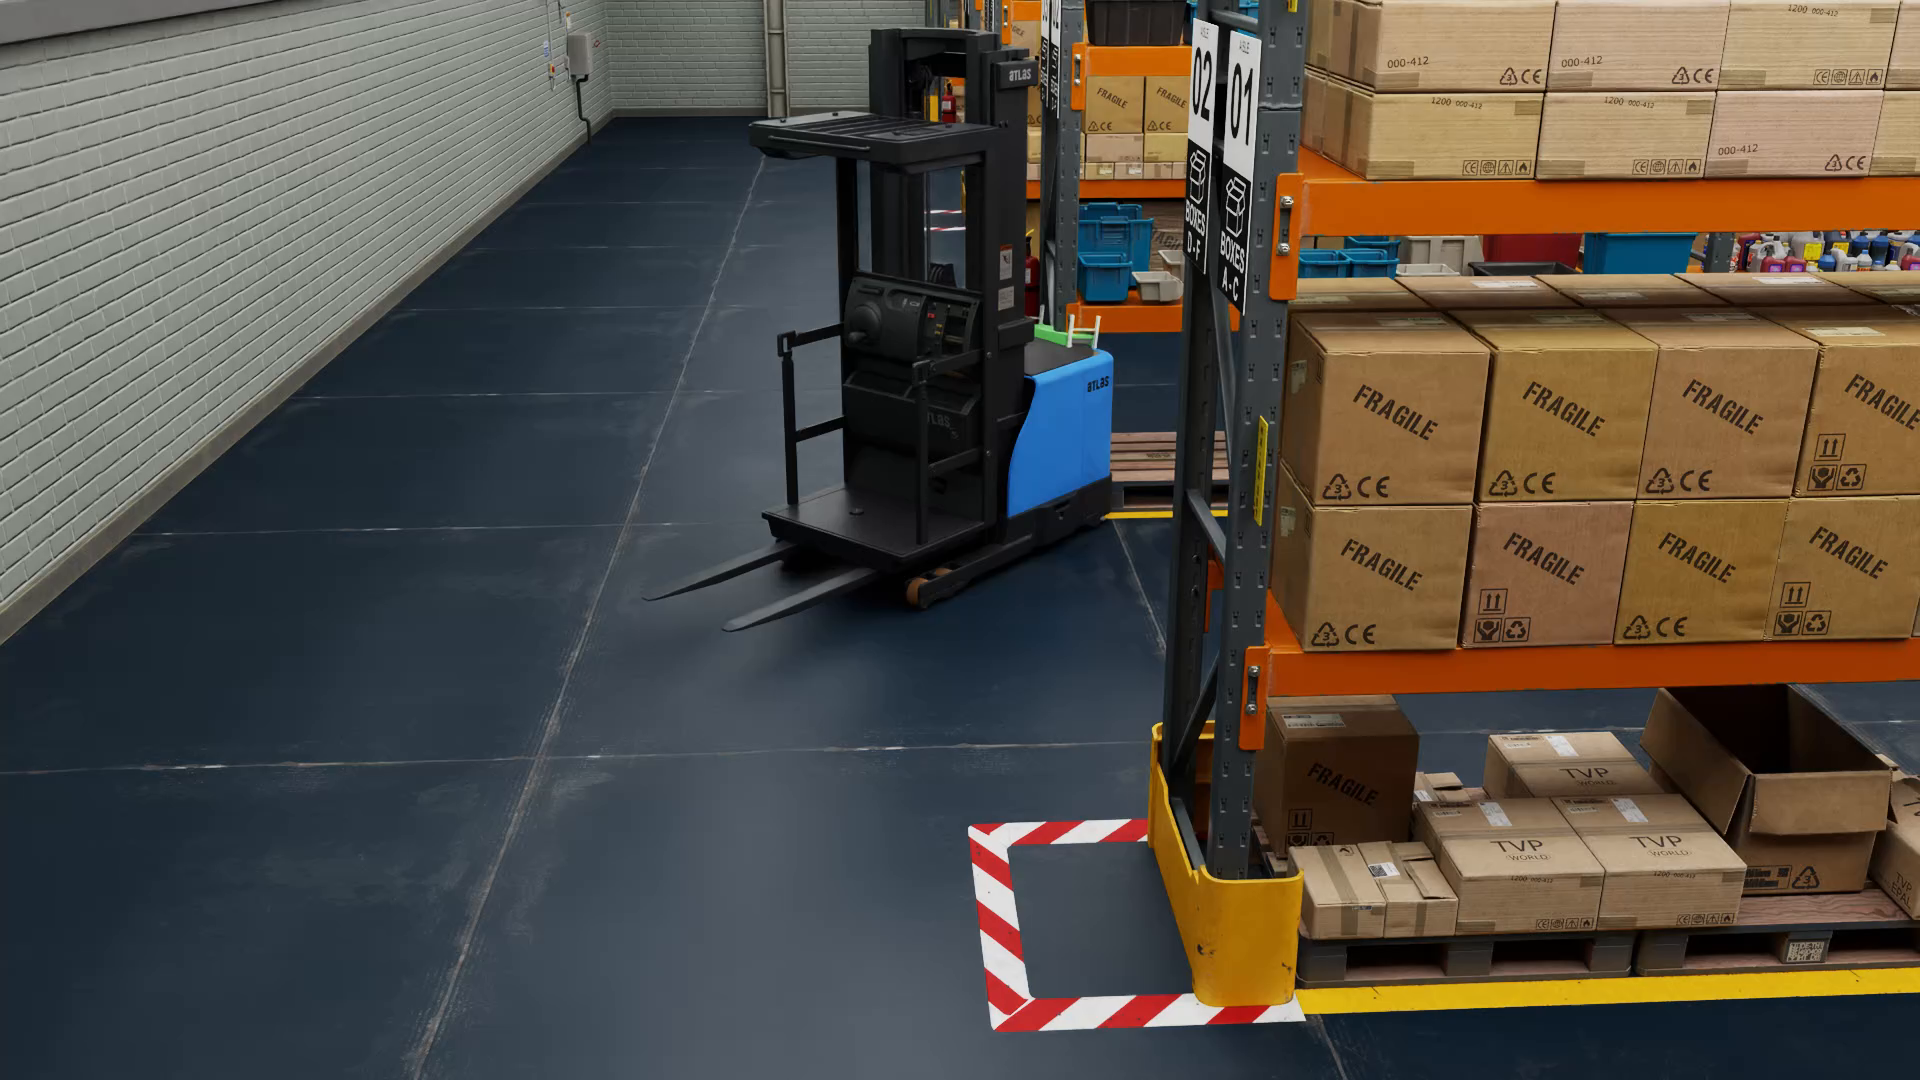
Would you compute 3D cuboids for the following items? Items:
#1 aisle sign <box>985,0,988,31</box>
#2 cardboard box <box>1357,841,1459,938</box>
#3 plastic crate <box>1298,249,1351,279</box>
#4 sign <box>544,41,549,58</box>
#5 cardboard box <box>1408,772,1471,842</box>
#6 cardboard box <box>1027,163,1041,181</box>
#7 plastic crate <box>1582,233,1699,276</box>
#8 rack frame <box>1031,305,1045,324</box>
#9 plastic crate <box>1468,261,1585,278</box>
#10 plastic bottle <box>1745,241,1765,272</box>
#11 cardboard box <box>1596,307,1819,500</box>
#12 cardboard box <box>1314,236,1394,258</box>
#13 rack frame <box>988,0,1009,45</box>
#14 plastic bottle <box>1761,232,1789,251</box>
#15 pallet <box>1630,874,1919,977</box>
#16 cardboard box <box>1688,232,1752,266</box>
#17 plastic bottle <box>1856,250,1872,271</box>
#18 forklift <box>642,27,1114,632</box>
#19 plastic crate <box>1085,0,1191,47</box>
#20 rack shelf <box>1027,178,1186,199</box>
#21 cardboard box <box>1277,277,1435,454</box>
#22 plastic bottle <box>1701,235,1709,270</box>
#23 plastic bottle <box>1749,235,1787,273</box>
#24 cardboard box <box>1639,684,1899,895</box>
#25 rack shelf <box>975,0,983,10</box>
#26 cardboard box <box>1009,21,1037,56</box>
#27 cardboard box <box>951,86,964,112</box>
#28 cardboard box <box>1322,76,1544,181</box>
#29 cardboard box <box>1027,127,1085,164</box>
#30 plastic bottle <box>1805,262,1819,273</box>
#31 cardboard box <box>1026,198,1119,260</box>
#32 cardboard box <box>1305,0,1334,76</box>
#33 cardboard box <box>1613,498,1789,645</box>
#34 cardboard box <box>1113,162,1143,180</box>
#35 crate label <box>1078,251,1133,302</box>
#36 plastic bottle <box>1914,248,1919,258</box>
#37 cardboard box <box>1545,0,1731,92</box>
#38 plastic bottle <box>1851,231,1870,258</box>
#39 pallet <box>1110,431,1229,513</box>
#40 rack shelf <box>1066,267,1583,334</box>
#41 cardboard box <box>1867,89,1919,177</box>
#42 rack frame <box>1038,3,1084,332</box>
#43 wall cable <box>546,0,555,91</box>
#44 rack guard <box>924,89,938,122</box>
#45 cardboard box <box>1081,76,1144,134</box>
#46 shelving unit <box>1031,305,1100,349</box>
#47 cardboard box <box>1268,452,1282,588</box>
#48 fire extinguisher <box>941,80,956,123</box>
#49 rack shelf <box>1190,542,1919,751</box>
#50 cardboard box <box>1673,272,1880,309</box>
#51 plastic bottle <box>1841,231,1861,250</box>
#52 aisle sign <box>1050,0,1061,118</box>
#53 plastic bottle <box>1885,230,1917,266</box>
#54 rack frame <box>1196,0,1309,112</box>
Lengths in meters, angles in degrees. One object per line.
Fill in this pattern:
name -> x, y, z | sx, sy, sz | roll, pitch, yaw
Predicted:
aisle sign -> 0.236, -4.838, 14.803 | 0.004, 0.787, 0.394 | -1, 21, -3
cardboard box -> 1.574, 1.228, 5.887 | 0.250, 0.166, 0.380 | -1, 21, -3
plastic crate -> 2.188, -1.623, 10.163 | 0.300, 0.233, 0.416 | -1, 21, -3
sign -> -5.927, -7.024, 23.817 | 0.001, 0.218, 0.327 | -1, 21, -3
cardboard box -> 1.825, 1.045, 6.369 | 0.250, 0.166, 0.380 | -1, 21, -3
cardboard box -> 0.698, -3.291, 14.745 | 0.250, 0.149, 0.380 | -1, 21, -2
plastic crate -> 4.155, -1.730, 10.231 | 0.575, 0.384, 0.392 | -1, 21, -3
rack frame -> 0.369, -0.876, 10.415 | 0.240, 1.200, 0.015 | -5, 17, -41
plastic crate -> 3.499, -1.621, 10.309 | 0.590, 0.125, 0.437 | -1, 21, -3
plastic bottle -> 5.227, -1.863, 10.922 | 0.097, 0.201, 0.097 | 0, 21, 0
cardboard box -> 2.366, -0.450, 5.385 | 0.500, 0.500, 0.500 | -1, 21, -2
cardboard box -> 3.655, -2.818, 15.546 | 0.875, 0.875, 0.875 | -1, 21, -3
rack frame -> 0.325, -3.518, 14.989 | 0.127, 3.000, 1.000 | -1, 21, -3
plastic bottle -> 5.341, -1.912, 10.946 | 0.135, 0.276, 0.152 | -1, 21, -3
pallet -> 2.974, 1.262, 6.352 | 1.213, 0.211, 1.003 | -1, 21, -3
cardboard box -> 6.732, -2.862, 15.662 | 0.875, 0.875, 1.225 | -1, 21, -3
plastic bottle -> 5.568, -1.654, 10.274 | 0.097, 0.271, 0.097 | 0, 21, 0
forklift -> -0.407, -1.199, 8.995 | 1.130, 2.935, 3.031 | 17, 27, 37
plastic crate -> 1.008, -3.008, 9.618 | 0.590, 0.269, 0.497 | -1, 21, -3
rack shelf -> 2.322, -3.223, 15.224 | 4.000, 0.370, 1.077 | -1, 21, -3
cardboard box -> 1.316, -0.620, 5.831 | 0.500, 0.500, 0.500 | -1, 21, -4
plastic bottle -> 4.976, -1.905, 10.926 | 0.135, 0.276, 0.152 | -1, 21, -3
plastic bottle -> 5.012, -1.710, 10.309 | 0.185, 0.351, 0.144 | -1, 21, -3
cardboard box -> 3.005, 0.921, 6.221 | 0.637, 0.503, 0.797 | -1, 21, -3
rack shelf -> 2.140, -6.388, 19.324 | 4.000, 0.370, 1.077 | -1, 21, -3
cardboard box -> 0.606, -5.850, 19.150 | 0.500, 0.500, 0.500 | -1, 21, -3
cardboard box -> 0.088, -7.810, 29.181 | 0.637, 0.503, 0.797 | -2, 21, -5
cardboard box -> 1.414, -1.251, 5.029 | 0.500, 0.250, 0.500 | -1, 21, -3
cardboard box -> 0.820, -3.501, 14.737 | 0.500, 0.250, 0.500 | -2, 21, -4
plastic bottle -> 5.239, -1.615, 10.269 | 0.097, 0.201, 0.097 | 0, 21, 0
cardboard box -> 0.959, -2.763, 15.402 | 0.875, 0.875, 0.875 | -1, 21, -3
cardboard box -> 1.385, -1.666, 5.416 | 0.500, 0.250, 0.500 | -1, 21, -3
cardboard box -> 2.361, 0.017, 5.563 | 0.500, 0.500, 0.500 | -1, 21, -3
cardboard box -> 1.470, -3.308, 14.789 | 0.250, 0.149, 0.380 | -1, 21, -4
crate label -> 0.873, -1.597, 10.093 | 0.303, 0.233, 0.416 | -1, 21, -3
plastic bottle -> 6.010, -1.675, 10.322 | 0.135, 0.276, 0.152 | -1, 21, -3
cardboard box -> 1.914, -1.490, 4.955 | 0.500, 0.250, 0.500 | -1, 21, -3
plastic bottle -> 5.870, -1.876, 10.858 | 0.097, 0.271, 0.097 | 0, 21, 0
pallet -> 1.433, -0.459, 10.872 | 1.213, 0.211, 1.003 | -1, 21, -3
rack shelf -> 2.605, -1.463, 10.603 | 4.000, 0.370, 1.077 | -1, 21, -3
cardboard box -> 2.912, -1.280, 5.105 | 0.500, 0.250, 0.500 | -1, 21, -3
rack frame -> 0.608, -1.759, 10.368 | 0.127, 3.000, 1.000 | -1, 21, -3
wall cable -> -5.869, -7.405, 23.727 | 0.123, 1.953, 0.585 | -1, 21, -3
rack guard -> -0.452, -7.635, 29.316 | 0.348, 0.500, 1.175 | -1, 21, -3
cardboard box -> 1.319, -3.862, 14.630 | 0.500, 0.500, 0.500 | -2, 21, -4
shelving unit -> 0.527, -0.817, 10.239 | 0.258, 1.200, 0.503 | -5, 17, -41
cardboard box -> 1.318, -0.152, 6.006 | 0.500, 0.500, 0.500 | -1, 21, -1
fire extinguisher -> -0.135, -5.231, 20.120 | 0.183, 0.674, 0.296 | -1, 21, -3
rack shelf -> 2.884, 0.296, 5.981 | 4.000, 0.370, 1.077 | -1, 21, -3
cardboard box -> 2.850, -0.653, 5.918 | 0.500, 0.500, 0.500 | -1, 21, -1
plastic bottle -> 5.845, -1.923, 10.973 | 0.135, 0.276, 0.152 | -1, 21, -3
aisle sign -> 0.553, -2.867, 9.625 | 0.004, 0.787, 0.394 | -1, 21, -3
plastic bottle -> 6.210, -1.930, 10.992 | 0.135, 0.276, 0.152 | -1, 21, -3
rack frame -> 0.887, -2.803, 4.679 | 0.127, 3.000, 1.000 | -1, 21, -3
